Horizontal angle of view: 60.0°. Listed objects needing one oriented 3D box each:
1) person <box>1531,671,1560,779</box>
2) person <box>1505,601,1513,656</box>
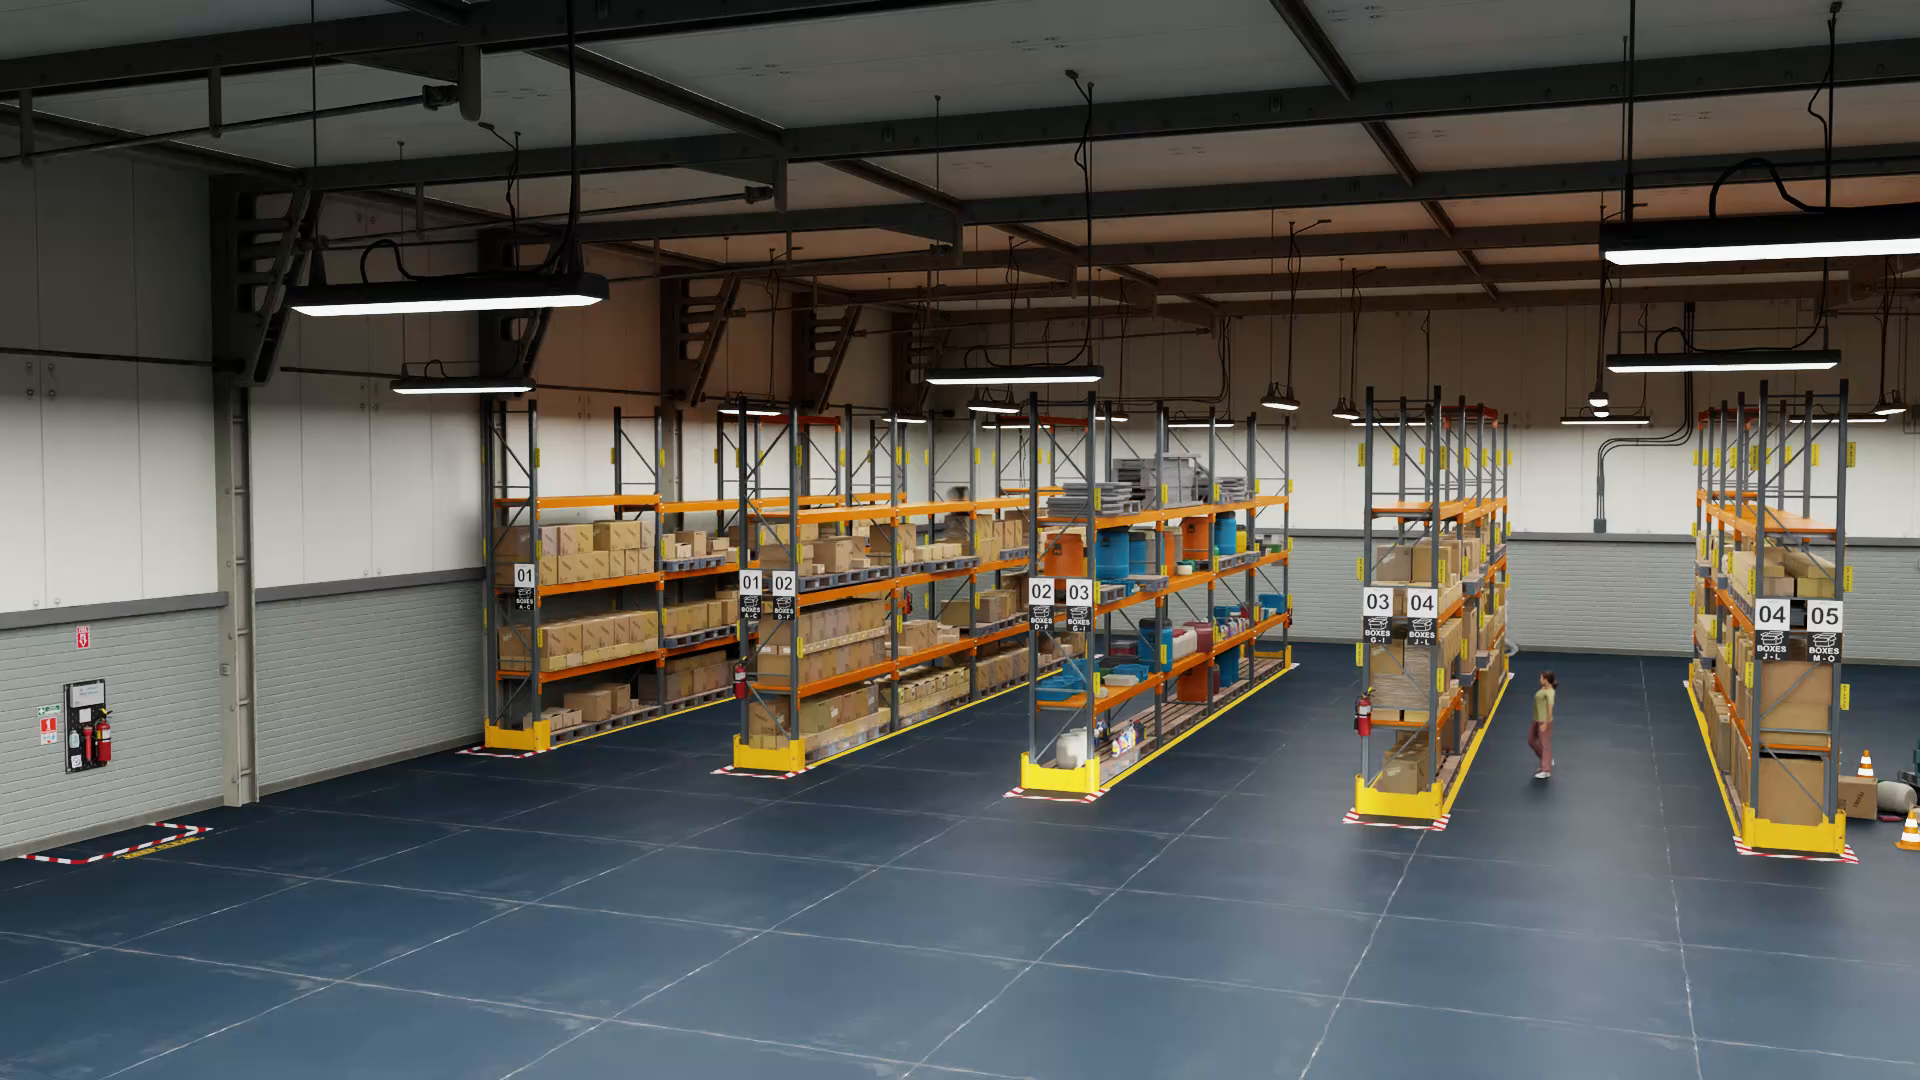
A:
[{"bbox_3d":[9.200,2.889,26.112,0.421,1.678,0.592,-1,3,-27],"label":"person"},{"bbox_3d":[13.428,2.068,41.641,0.660,1.773,0.568,-1,3,-25],"label":"person"}]
